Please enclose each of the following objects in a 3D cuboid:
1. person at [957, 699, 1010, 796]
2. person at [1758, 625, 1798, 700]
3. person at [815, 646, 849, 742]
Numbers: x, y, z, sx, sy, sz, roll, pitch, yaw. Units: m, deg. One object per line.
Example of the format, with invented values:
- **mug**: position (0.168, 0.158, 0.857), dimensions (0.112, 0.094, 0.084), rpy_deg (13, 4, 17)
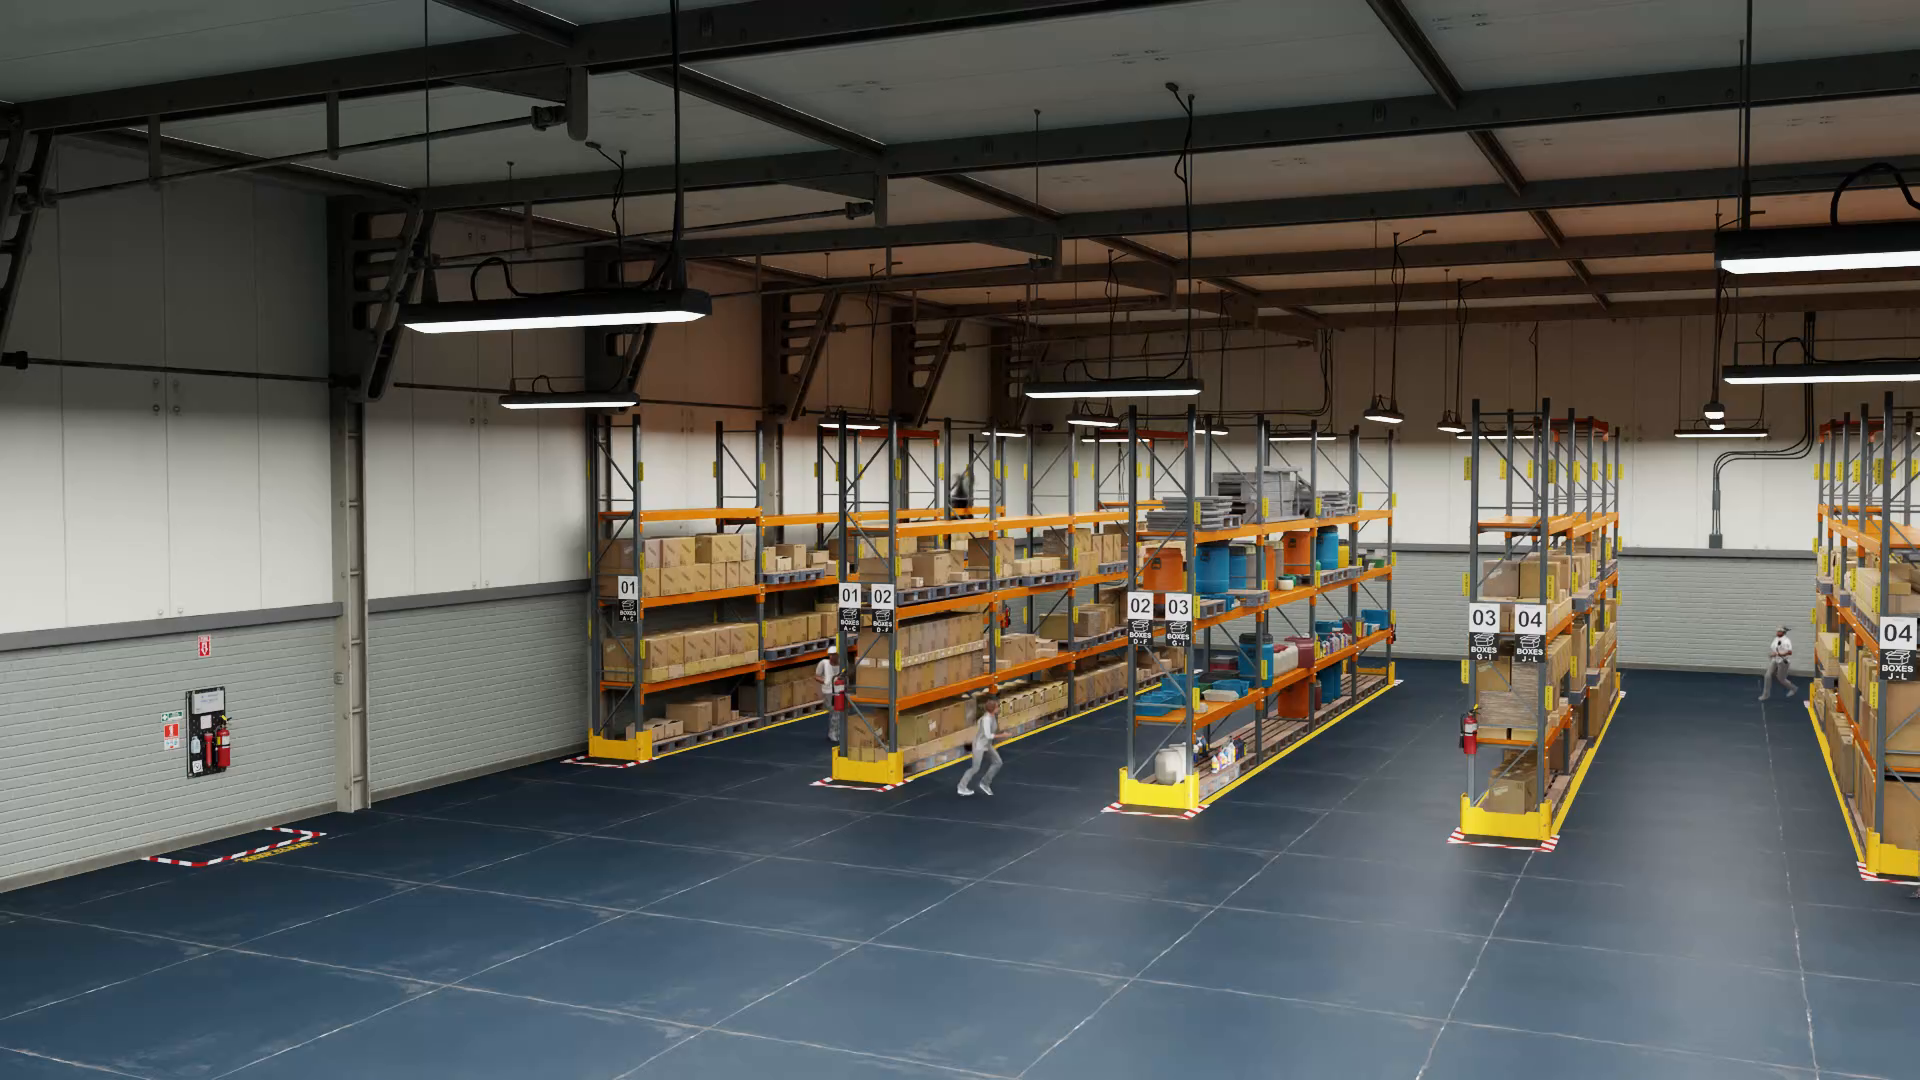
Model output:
- **person**: position (0.376, 3.185, 25.481), dimensions (0.889, 1.522, 0.527), rpy_deg (1, 3, 23)
- **person**: position (17.946, 2.686, 36.300), dimensions (0.843, 1.692, 0.611), rpy_deg (-1, 2, -12)
- **person**: position (-2.396, 2.839, 31.062), dimensions (0.638, 1.763, 0.850), rpy_deg (0, 2, -6)
